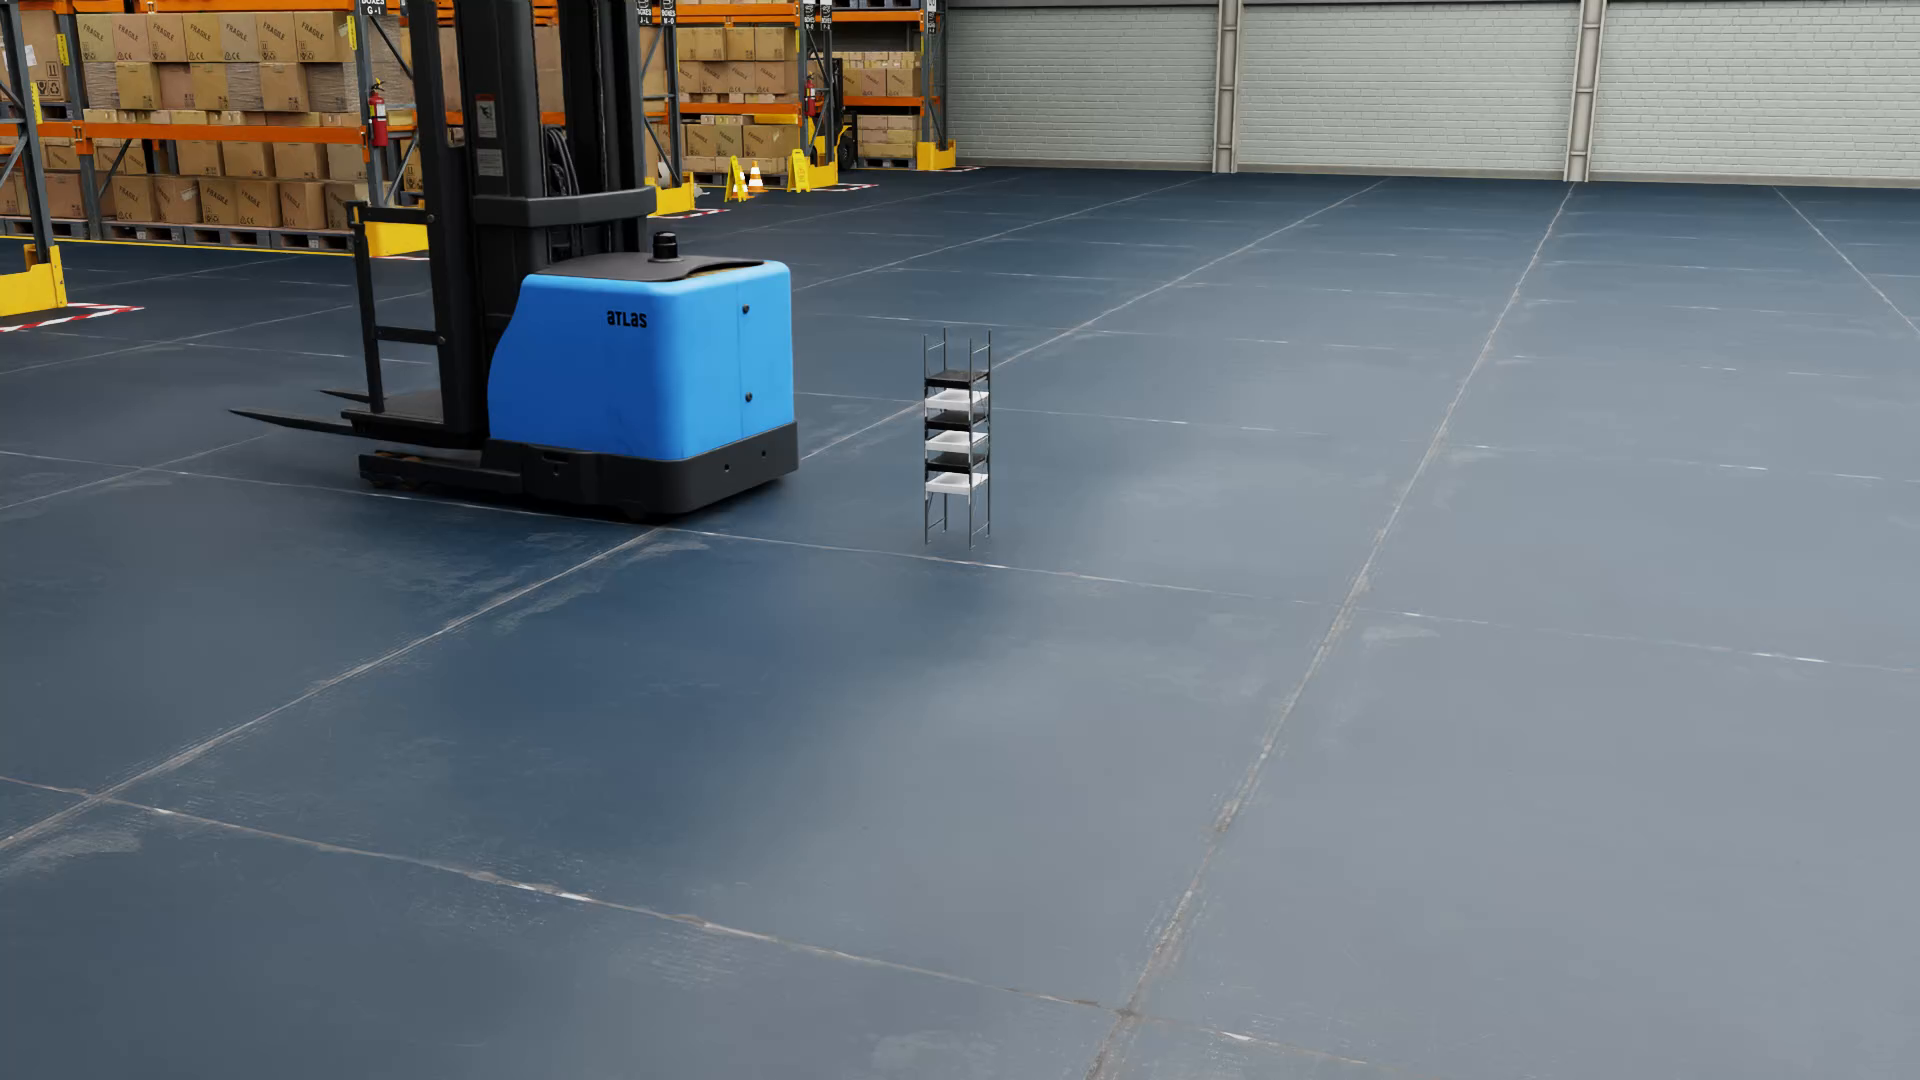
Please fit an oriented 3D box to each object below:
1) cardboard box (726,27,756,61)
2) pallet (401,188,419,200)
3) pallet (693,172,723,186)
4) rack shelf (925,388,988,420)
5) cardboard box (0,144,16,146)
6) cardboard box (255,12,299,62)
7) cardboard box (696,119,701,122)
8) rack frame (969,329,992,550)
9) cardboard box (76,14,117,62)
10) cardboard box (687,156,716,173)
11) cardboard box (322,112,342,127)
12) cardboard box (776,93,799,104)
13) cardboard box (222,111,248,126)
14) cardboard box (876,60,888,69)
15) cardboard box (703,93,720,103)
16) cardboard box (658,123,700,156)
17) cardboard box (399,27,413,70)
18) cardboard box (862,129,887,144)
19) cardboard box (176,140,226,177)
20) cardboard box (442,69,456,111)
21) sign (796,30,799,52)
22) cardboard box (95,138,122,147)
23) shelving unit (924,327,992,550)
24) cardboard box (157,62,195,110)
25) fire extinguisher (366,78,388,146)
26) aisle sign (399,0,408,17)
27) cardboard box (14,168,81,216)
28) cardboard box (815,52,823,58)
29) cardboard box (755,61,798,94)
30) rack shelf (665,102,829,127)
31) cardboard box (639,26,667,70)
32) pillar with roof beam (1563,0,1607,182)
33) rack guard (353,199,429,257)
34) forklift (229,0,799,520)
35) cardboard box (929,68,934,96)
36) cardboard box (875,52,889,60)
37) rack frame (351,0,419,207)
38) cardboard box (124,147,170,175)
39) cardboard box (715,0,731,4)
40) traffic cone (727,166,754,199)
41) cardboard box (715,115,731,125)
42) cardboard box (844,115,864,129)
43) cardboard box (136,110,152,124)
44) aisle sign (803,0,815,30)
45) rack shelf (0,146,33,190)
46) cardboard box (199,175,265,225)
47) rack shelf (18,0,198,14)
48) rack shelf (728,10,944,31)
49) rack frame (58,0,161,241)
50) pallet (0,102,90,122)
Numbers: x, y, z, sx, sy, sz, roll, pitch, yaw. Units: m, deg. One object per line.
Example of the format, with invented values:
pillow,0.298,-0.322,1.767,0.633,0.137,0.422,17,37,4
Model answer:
cardboard box,-3.308,-7.850,26.326,0.500,0.500,0.700,6,17,21
pallet,-8.473,-4.965,23.896,1.213,0.211,1.003,6,17,21
pallet,-4.229,-6.015,27.516,1.213,0.211,1.003,6,17,21
rack shelf,-0.008,-0.574,7.010,0.200,0.077,0.258,6,17,21
cardboard box,-14.579,-5.920,25.914,0.500,0.500,0.500,7,18,23
cardboard box,-6.990,-5.272,17.447,0.500,0.500,0.500,6,17,21
cardboard box,-4.677,-7.938,32.643,0.625,0.625,0.875,7,18,23
rack frame,0.087,-0.423,7.015,0.006,0.900,0.240,6,17,21
cardboard box,-9.316,-5.527,18.327,0.500,0.500,0.500,6,17,21
cardboard box,-4.103,-6.131,27.090,0.500,0.250,0.500,6,17,19
cardboard box,-6.494,-4.440,17.538,0.250,0.149,0.380,6,17,21
cardboard box,-2.711,-6.991,26.327,0.250,0.149,0.380,7,18,22
cardboard box,-7.695,-4.540,17.884,0.250,0.149,0.380,6,17,21
cardboard box,-1.359,-8.800,30.764,0.250,0.149,0.380,7,17,22
cardboard box,-3.926,-7.104,26.715,0.250,0.149,0.380,6,17,20
cardboard box,-4.571,-6.544,27.169,0.500,0.500,0.500,7,18,24
cardboard box,-7.397,-6.788,22.971,0.550,0.550,0.875,6,17,21
cardboard box,-1.496,-7.561,31.121,0.500,0.250,0.500,6,17,20
cardboard box,-10.915,-5.689,24.672,0.750,0.750,1.050,6,17,20
cardboard box,-6.860,-6.231,22.989,0.550,0.550,0.875,6,17,21
sign,-2.506,-7.695,25.657,0.005,0.325,0.100,6,17,21
cardboard box,-12.655,-6.066,25.073,0.500,0.250,0.500,7,17,21
shelving unit,-0.008,-0.433,7.051,0.210,0.900,0.258,6,17,21
cardboard box,-8.291,-5.012,18.344,0.500,0.500,0.875,6,17,21
fire extinguisher,-5.983,-4.391,17.057,0.183,0.674,0.296,6,17,21
aisle sign,-5.753,-5.879,17.382,0.004,0.787,0.394,6,17,21
cardboard box,-10.641,-4.101,19.615,0.500,0.500,0.700,6,17,20
cardboard box,-2.534,-9.087,31.218,0.250,0.149,0.380,6,17,21
cardboard box,-2.890,-7.304,26.241,0.500,0.500,0.500,6,17,20
rack shelf,-4.145,-6.988,27.156,4.000,0.370,1.077,6,17,21
cardboard box,-4.337,-6.474,21.887,0.550,0.550,0.875,6,17,21
pillar with roof beam,8.800,-9.259,22.927,0.400,9.000,9.100,6,17,21
rack guard,-5.991,-3.367,17.873,0.348,0.500,1.175,6,17,21
forklift,-2.338,-1.764,7.992,3.031,2.935,1.130,8,18,26
cardboard box,-0.825,-8.588,31.196,0.500,0.500,0.500,7,18,22
cardboard box,-1.371,-8.938,30.706,0.250,0.149,0.380,7,17,22
rack frame,-5.920,-4.559,17.498,0.127,3.000,1.000,6,17,21
cardboard box,-12.157,-5.654,25.001,0.500,0.500,0.500,6,17,20
cardboard box,-3.657,-8.523,26.221,0.250,0.149,0.380,6,17,20
traffic cone,-3.249,-5.298,24.593,0.334,0.463,0.336,6,17,21
cardboard box,-3.724,-6.743,26.691,0.250,0.149,0.380,7,17,22
cardboard box,-1.959,-7.844,31.200,0.500,0.250,0.500,7,17,21
cardboard box,-8.845,-4.677,18.355,0.250,0.149,0.380,6,17,21
aisle sign,-2.333,-8.296,25.708,0.004,0.787,0.394,6,17,21
rack shelf,-9.598,-3.134,13.878,4.000,0.370,1.077,6,17,21
cardboard box,-8.142,-3.819,18.677,0.500,0.500,0.500,5,17,16
rack shelf,-13.309,-7.953,25.099,4.000,0.370,1.077,6,17,21
rack shelf,-2.327,-9.717,31.174,4.000,0.370,1.077,6,17,21
rack frame,-9.641,-4.968,18.907,0.127,3.000,1.000,6,17,21
pallet,-10.299,-4.992,19.333,1.213,0.211,1.003,6,17,21
